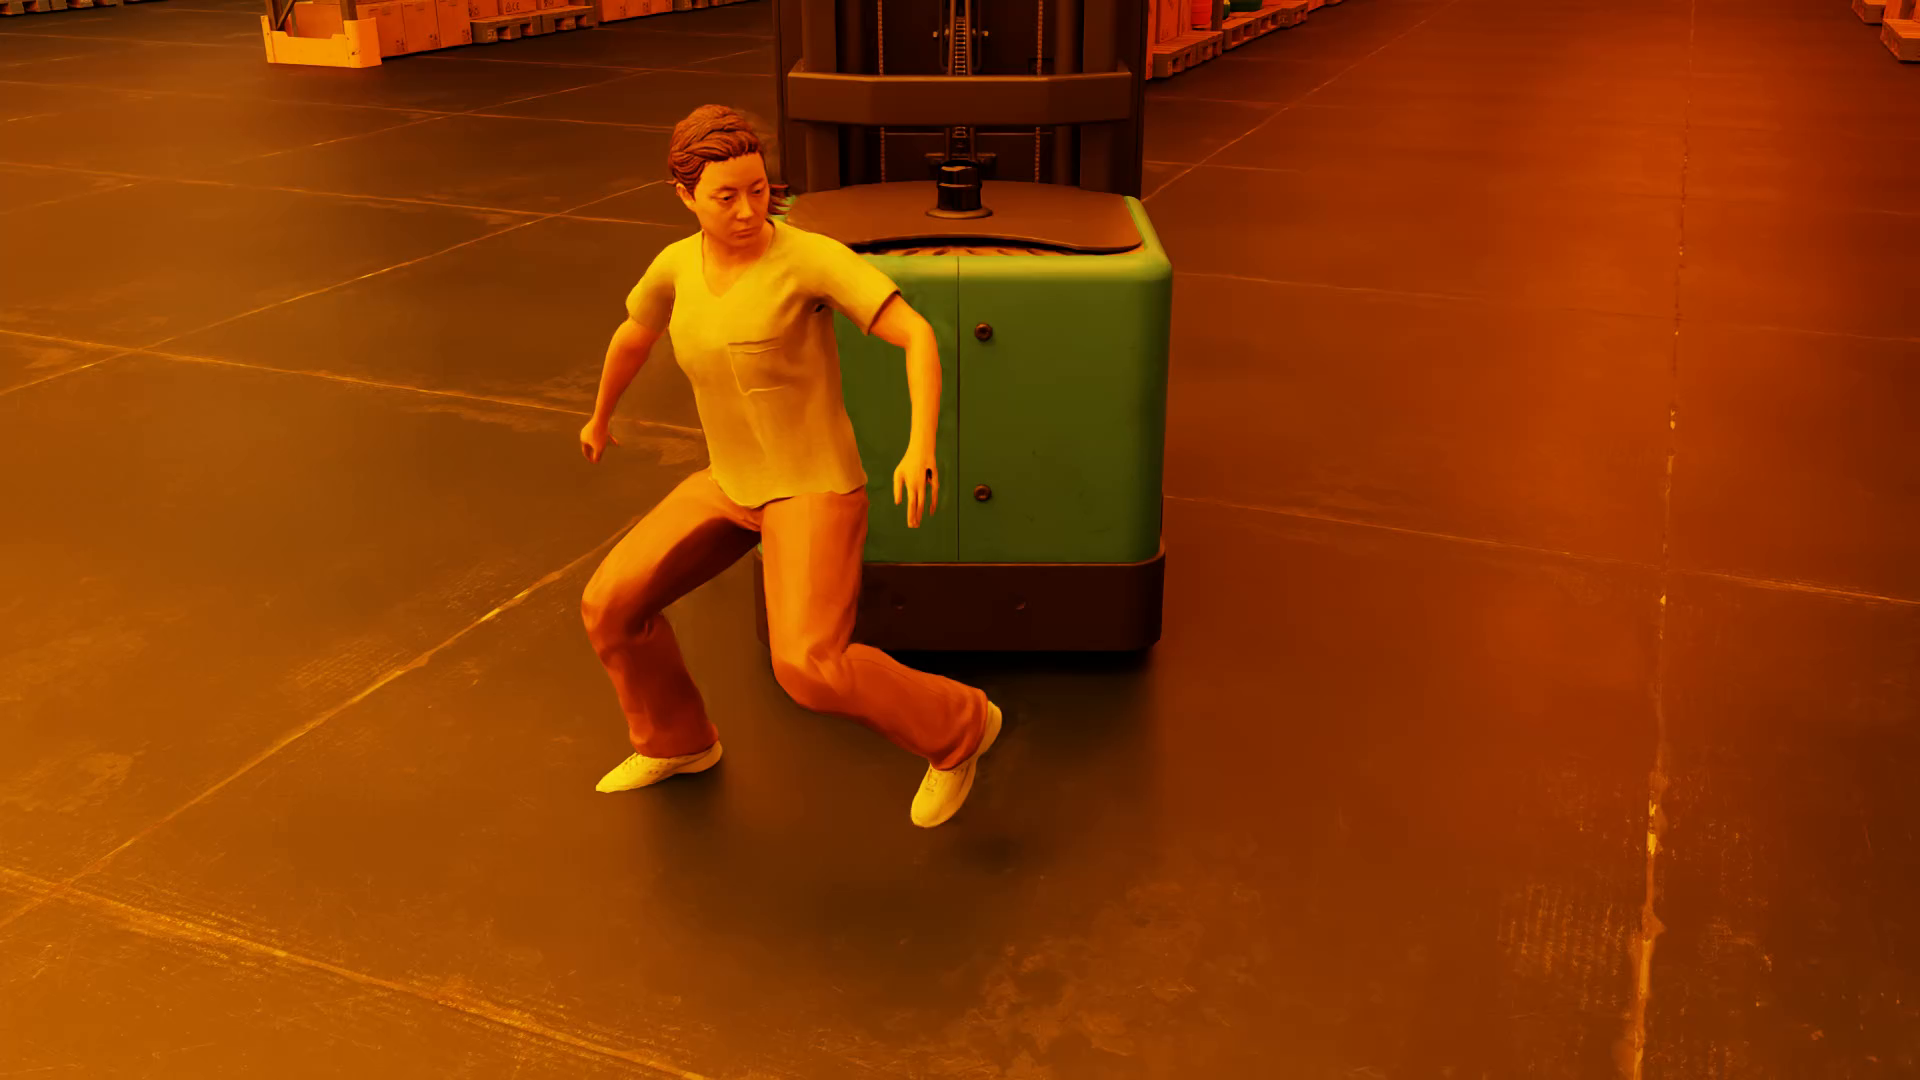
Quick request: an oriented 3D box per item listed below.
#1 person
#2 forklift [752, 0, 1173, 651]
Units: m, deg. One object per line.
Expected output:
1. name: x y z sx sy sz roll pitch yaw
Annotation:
1. person: -0.447 -0.116 3.455 1.039 1.553 0.501 15 27 32
2. forklift: 0.002 -1.587 5.089 1.130 2.935 3.031 0 23 0
